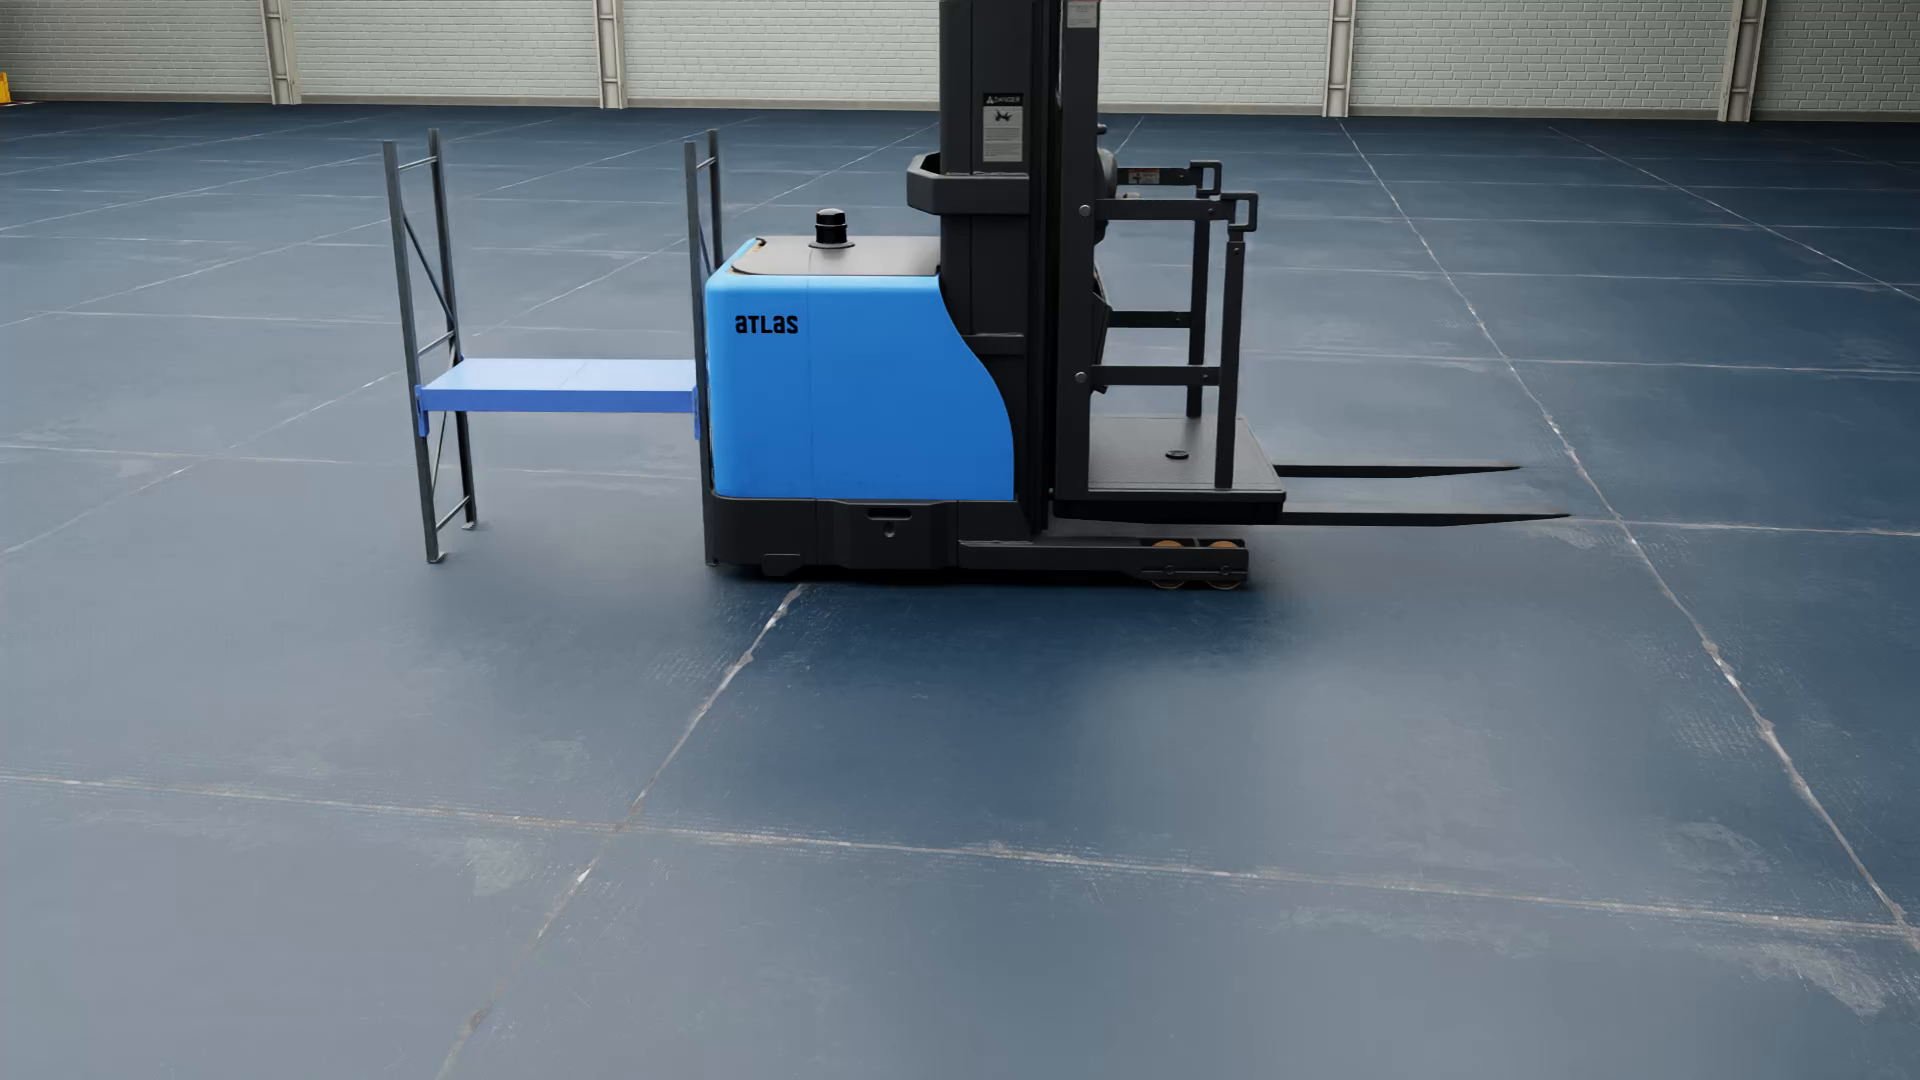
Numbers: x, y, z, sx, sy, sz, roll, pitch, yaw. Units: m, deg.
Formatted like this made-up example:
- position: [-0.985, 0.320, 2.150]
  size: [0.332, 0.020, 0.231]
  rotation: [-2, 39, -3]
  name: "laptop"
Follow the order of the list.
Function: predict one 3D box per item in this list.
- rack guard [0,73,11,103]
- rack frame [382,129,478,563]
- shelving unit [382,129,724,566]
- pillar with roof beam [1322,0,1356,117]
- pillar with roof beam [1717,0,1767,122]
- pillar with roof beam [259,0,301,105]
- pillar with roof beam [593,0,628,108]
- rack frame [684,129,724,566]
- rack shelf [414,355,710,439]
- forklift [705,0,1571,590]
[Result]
- position: [-17.160, -7.877, 29.058]
  size: [0.348, 0.500, 1.175]
  rotation: [3, 19, 9]
  name: "rack guard"
- position: [-1.915, -0.705, 6.047]
  size: [0.032, 1.500, 0.500]
  rotation: [1, 19, 2]
  name: "rack frame"
- position: [-1.407, -0.700, 6.033]
  size: [1.048, 1.500, 0.538]
  rotation: [1, 19, 2]
  name: "shelving unit"
- position: [5.285, -9.670, 21.021]
  size: [0.400, 9.000, 9.100]
  rotation: [3, 19, 9]
  name: "pillar with roof beam"
- position: [11.209, -9.368, 20.119]
  size: [0.400, 9.000, 9.100]
  rotation: [3, 19, 9]
  name: "pillar with roof beam"
- position: [-12.487, -10.576, 23.729]
  size: [0.400, 9.000, 9.100]
  rotation: [3, 19, 9]
  name: "pillar with roof beam"
- position: [-6.563, -10.274, 22.826]
  size: [0.400, 9.000, 9.100]
  rotation: [3, 19, 9]
  name: "pillar with roof beam"
- position: [-0.899, -0.696, 6.018]
  size: [0.032, 1.500, 0.500]
  rotation: [1, 19, 2]
  name: "rack frame"
- position: [-1.407, -0.530, 6.090]
  size: [1.000, 0.185, 0.538]
  rotation: [1, 19, 2]
  name: "rack shelf"
- position: [0.654, -1.389, 5.834]
  size: [3.031, 2.935, 1.130]
  rotation: [1, 19, 2]
  name: "forklift"
